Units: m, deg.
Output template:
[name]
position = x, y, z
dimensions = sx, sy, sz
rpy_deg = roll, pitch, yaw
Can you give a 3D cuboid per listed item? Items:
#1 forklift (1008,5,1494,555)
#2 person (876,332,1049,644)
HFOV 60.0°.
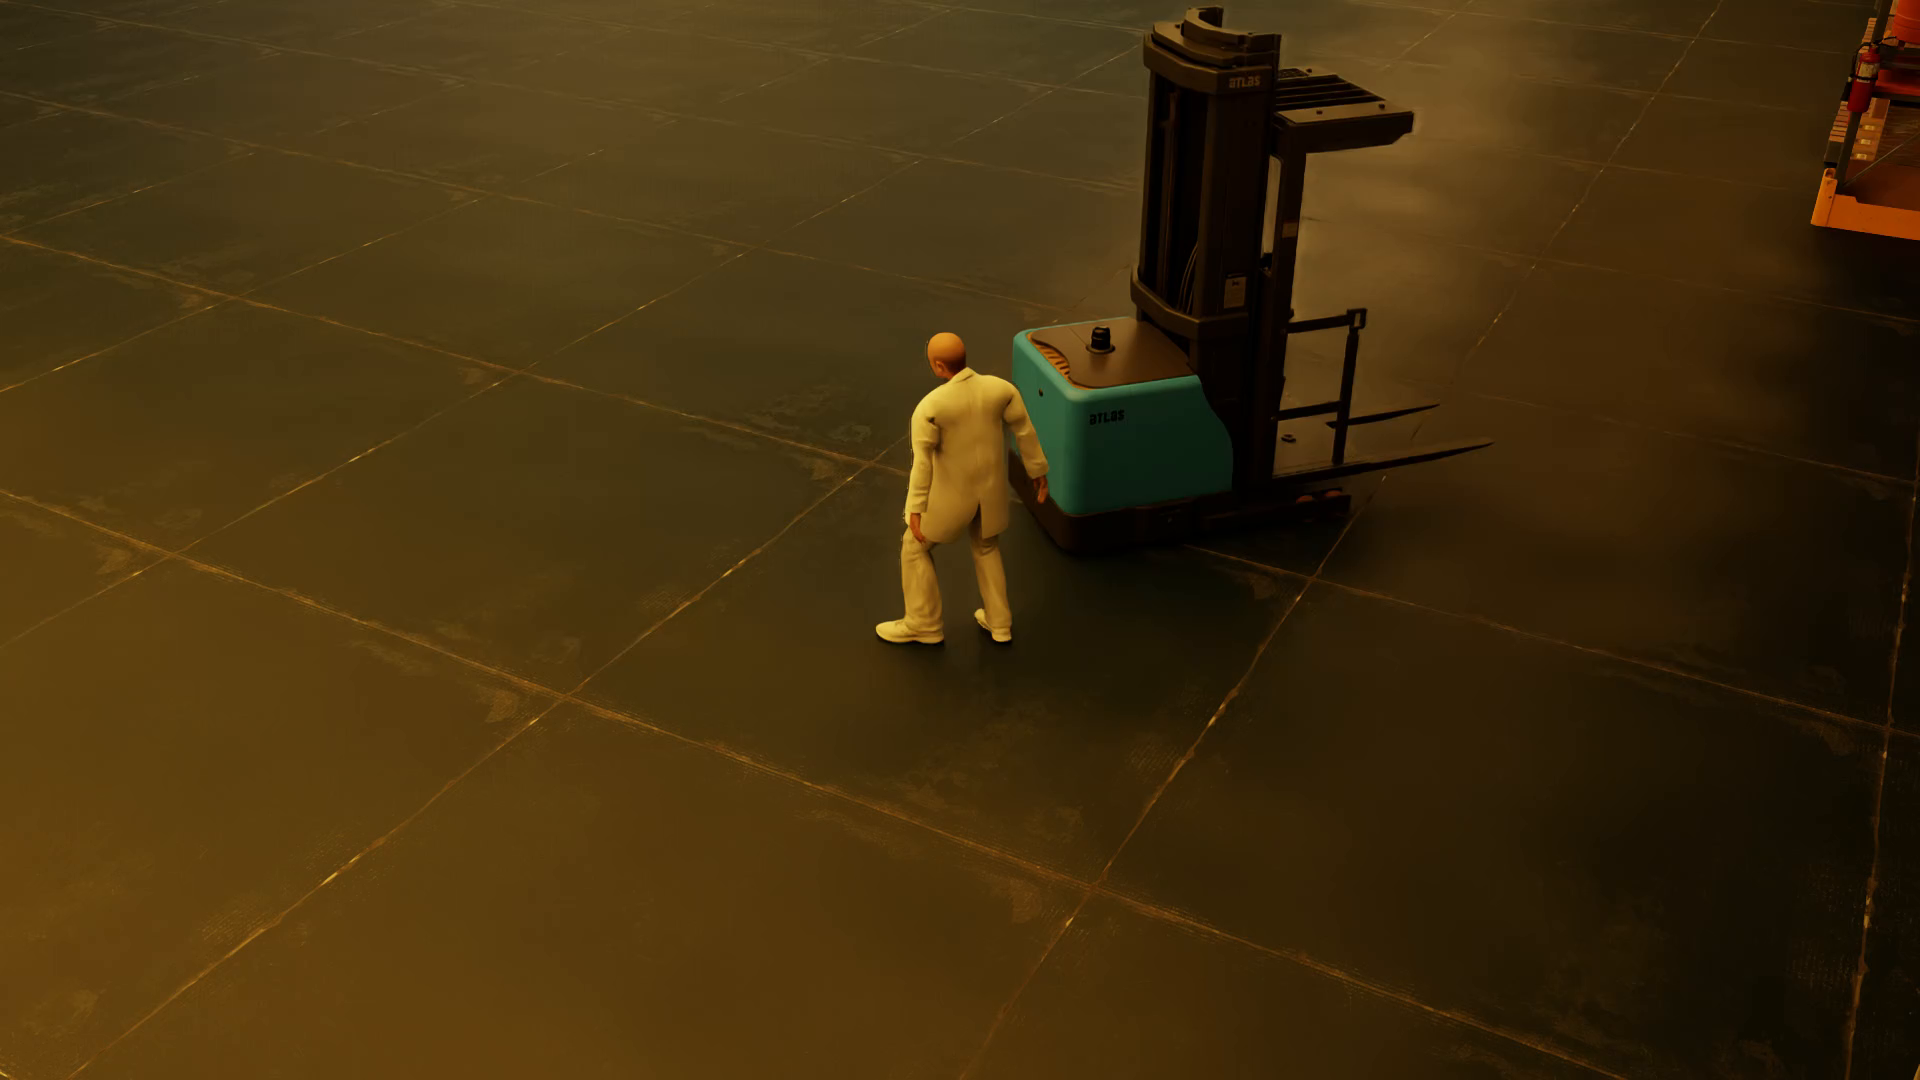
[forklift]
position = 1.879, -1.616, 9.870
dimensions = 3.031, 2.935, 1.130
rpy_deg = -10, 31, -16
[person]
position = 0.019, -0.246, 8.721
dimensions = 0.924, 1.749, 0.483
rpy_deg = -13, 32, -21
